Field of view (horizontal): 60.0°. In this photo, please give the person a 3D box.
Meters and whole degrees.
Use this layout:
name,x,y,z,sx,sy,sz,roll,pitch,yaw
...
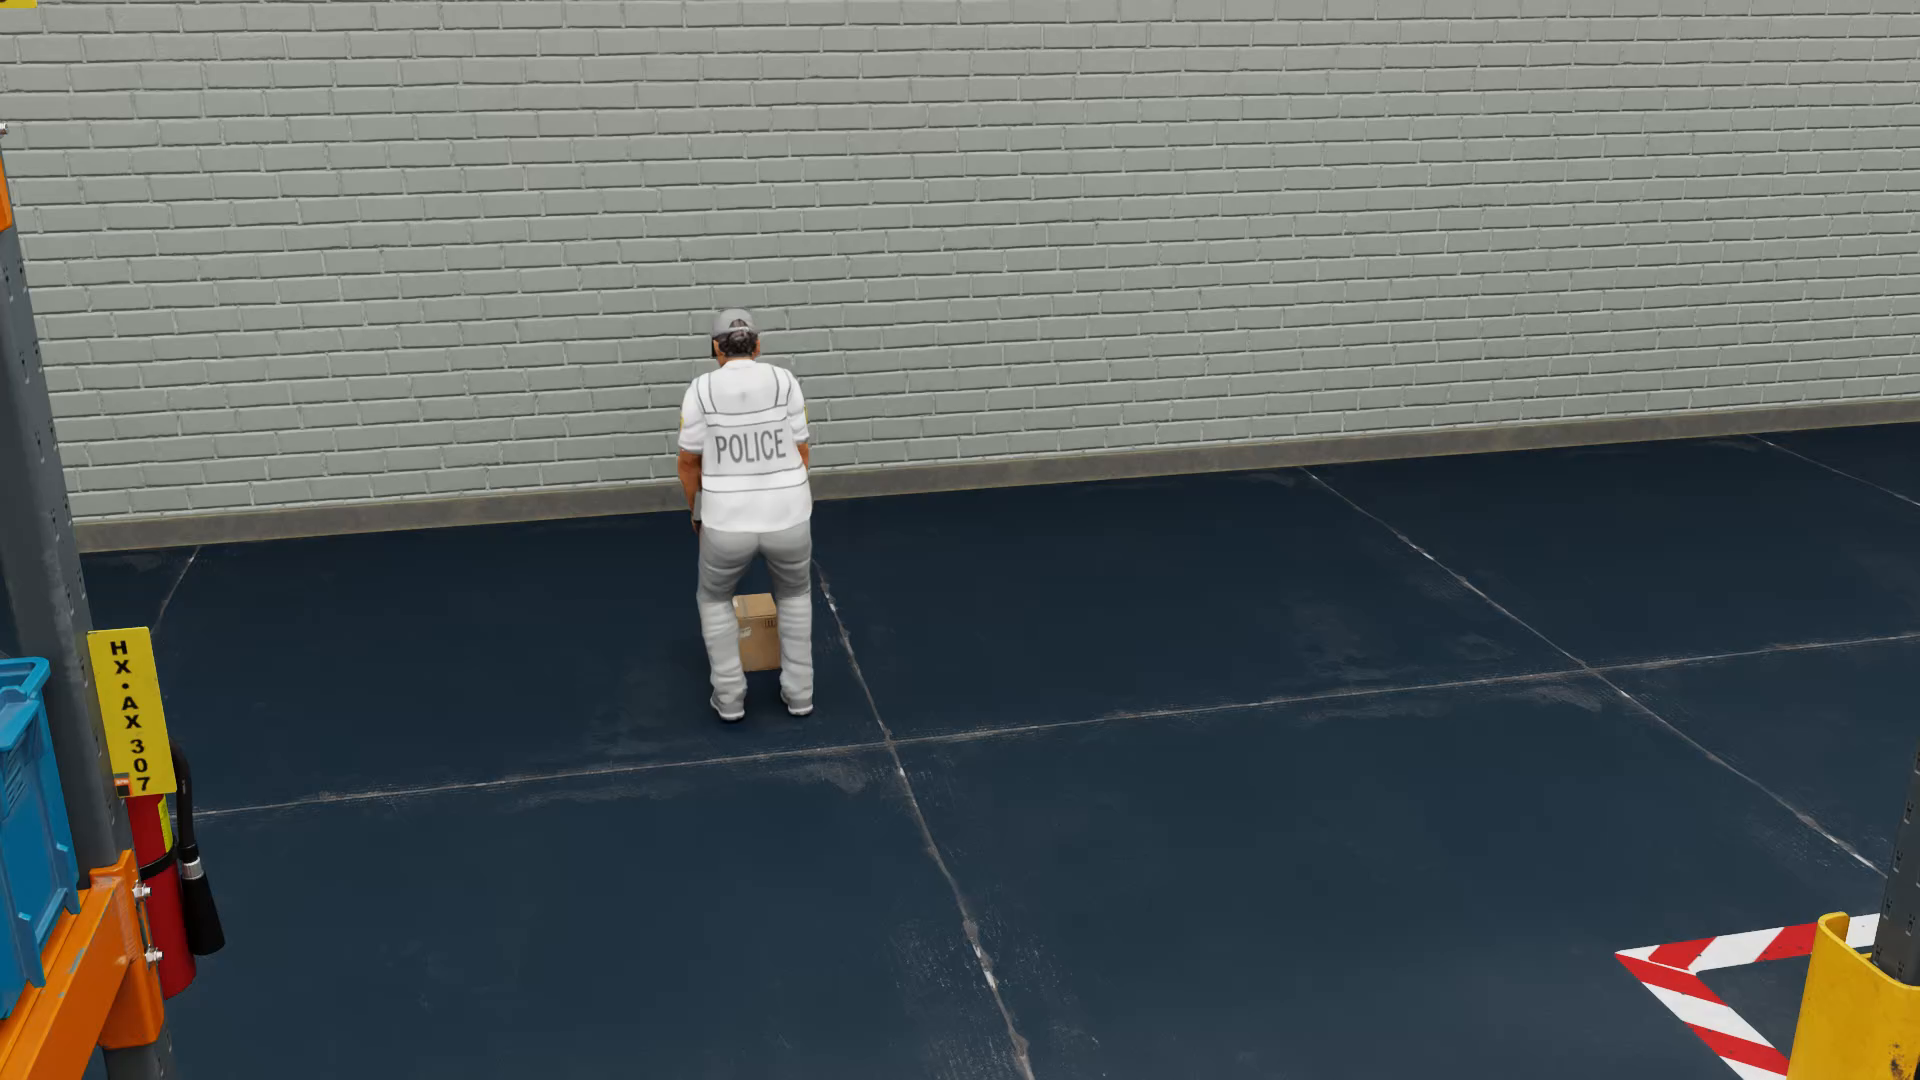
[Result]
name,x,y,z,sx,sy,sz,roll,pitch,yaw
person,-0.821,-0.077,6.399,0.504,1.599,0.513,-4,20,-11
